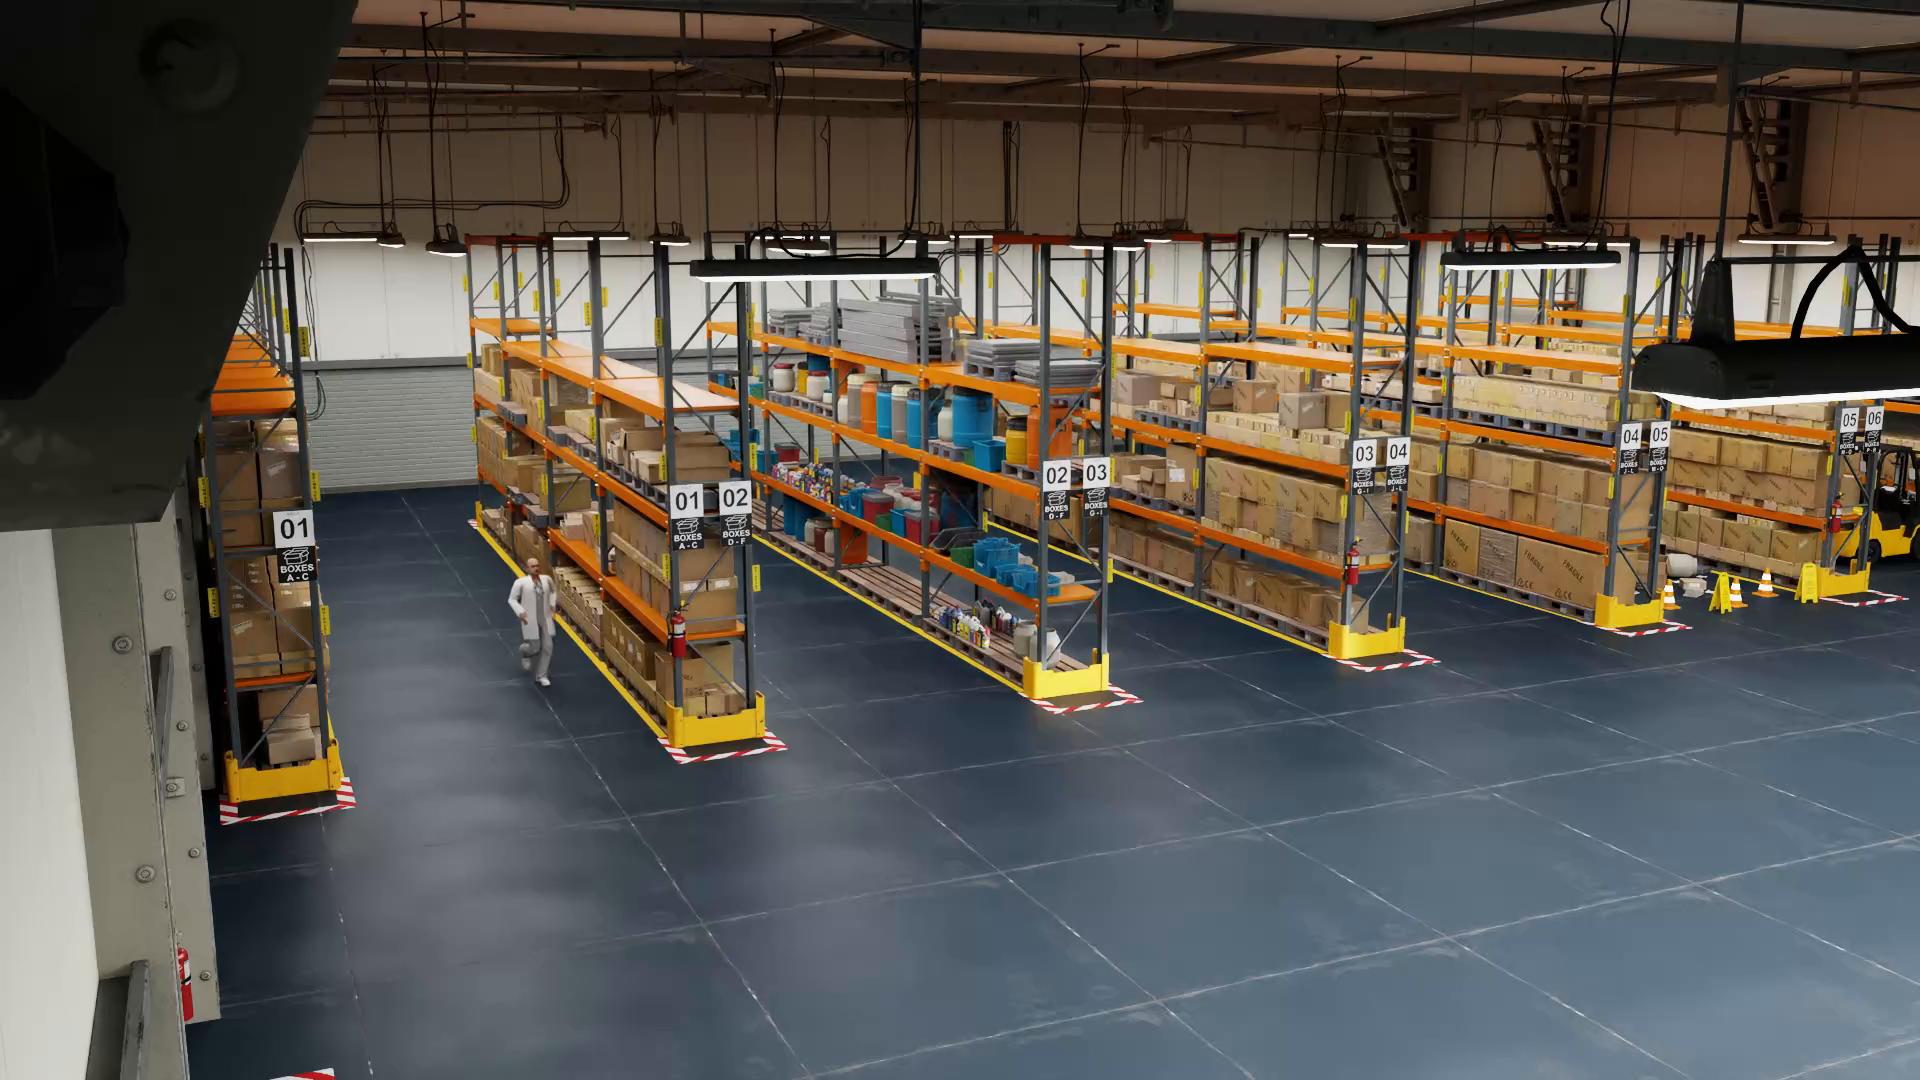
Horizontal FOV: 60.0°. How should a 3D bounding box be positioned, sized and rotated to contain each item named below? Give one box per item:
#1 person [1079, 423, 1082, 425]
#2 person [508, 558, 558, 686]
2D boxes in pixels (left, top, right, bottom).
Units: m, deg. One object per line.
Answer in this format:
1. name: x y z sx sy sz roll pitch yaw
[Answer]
1. person: 3.022 -2.315 40.943 0.641 1.574 0.509 7 13 31
2. person: -5.840 1.105 22.906 0.711 1.743 0.756 -8 13 -34
